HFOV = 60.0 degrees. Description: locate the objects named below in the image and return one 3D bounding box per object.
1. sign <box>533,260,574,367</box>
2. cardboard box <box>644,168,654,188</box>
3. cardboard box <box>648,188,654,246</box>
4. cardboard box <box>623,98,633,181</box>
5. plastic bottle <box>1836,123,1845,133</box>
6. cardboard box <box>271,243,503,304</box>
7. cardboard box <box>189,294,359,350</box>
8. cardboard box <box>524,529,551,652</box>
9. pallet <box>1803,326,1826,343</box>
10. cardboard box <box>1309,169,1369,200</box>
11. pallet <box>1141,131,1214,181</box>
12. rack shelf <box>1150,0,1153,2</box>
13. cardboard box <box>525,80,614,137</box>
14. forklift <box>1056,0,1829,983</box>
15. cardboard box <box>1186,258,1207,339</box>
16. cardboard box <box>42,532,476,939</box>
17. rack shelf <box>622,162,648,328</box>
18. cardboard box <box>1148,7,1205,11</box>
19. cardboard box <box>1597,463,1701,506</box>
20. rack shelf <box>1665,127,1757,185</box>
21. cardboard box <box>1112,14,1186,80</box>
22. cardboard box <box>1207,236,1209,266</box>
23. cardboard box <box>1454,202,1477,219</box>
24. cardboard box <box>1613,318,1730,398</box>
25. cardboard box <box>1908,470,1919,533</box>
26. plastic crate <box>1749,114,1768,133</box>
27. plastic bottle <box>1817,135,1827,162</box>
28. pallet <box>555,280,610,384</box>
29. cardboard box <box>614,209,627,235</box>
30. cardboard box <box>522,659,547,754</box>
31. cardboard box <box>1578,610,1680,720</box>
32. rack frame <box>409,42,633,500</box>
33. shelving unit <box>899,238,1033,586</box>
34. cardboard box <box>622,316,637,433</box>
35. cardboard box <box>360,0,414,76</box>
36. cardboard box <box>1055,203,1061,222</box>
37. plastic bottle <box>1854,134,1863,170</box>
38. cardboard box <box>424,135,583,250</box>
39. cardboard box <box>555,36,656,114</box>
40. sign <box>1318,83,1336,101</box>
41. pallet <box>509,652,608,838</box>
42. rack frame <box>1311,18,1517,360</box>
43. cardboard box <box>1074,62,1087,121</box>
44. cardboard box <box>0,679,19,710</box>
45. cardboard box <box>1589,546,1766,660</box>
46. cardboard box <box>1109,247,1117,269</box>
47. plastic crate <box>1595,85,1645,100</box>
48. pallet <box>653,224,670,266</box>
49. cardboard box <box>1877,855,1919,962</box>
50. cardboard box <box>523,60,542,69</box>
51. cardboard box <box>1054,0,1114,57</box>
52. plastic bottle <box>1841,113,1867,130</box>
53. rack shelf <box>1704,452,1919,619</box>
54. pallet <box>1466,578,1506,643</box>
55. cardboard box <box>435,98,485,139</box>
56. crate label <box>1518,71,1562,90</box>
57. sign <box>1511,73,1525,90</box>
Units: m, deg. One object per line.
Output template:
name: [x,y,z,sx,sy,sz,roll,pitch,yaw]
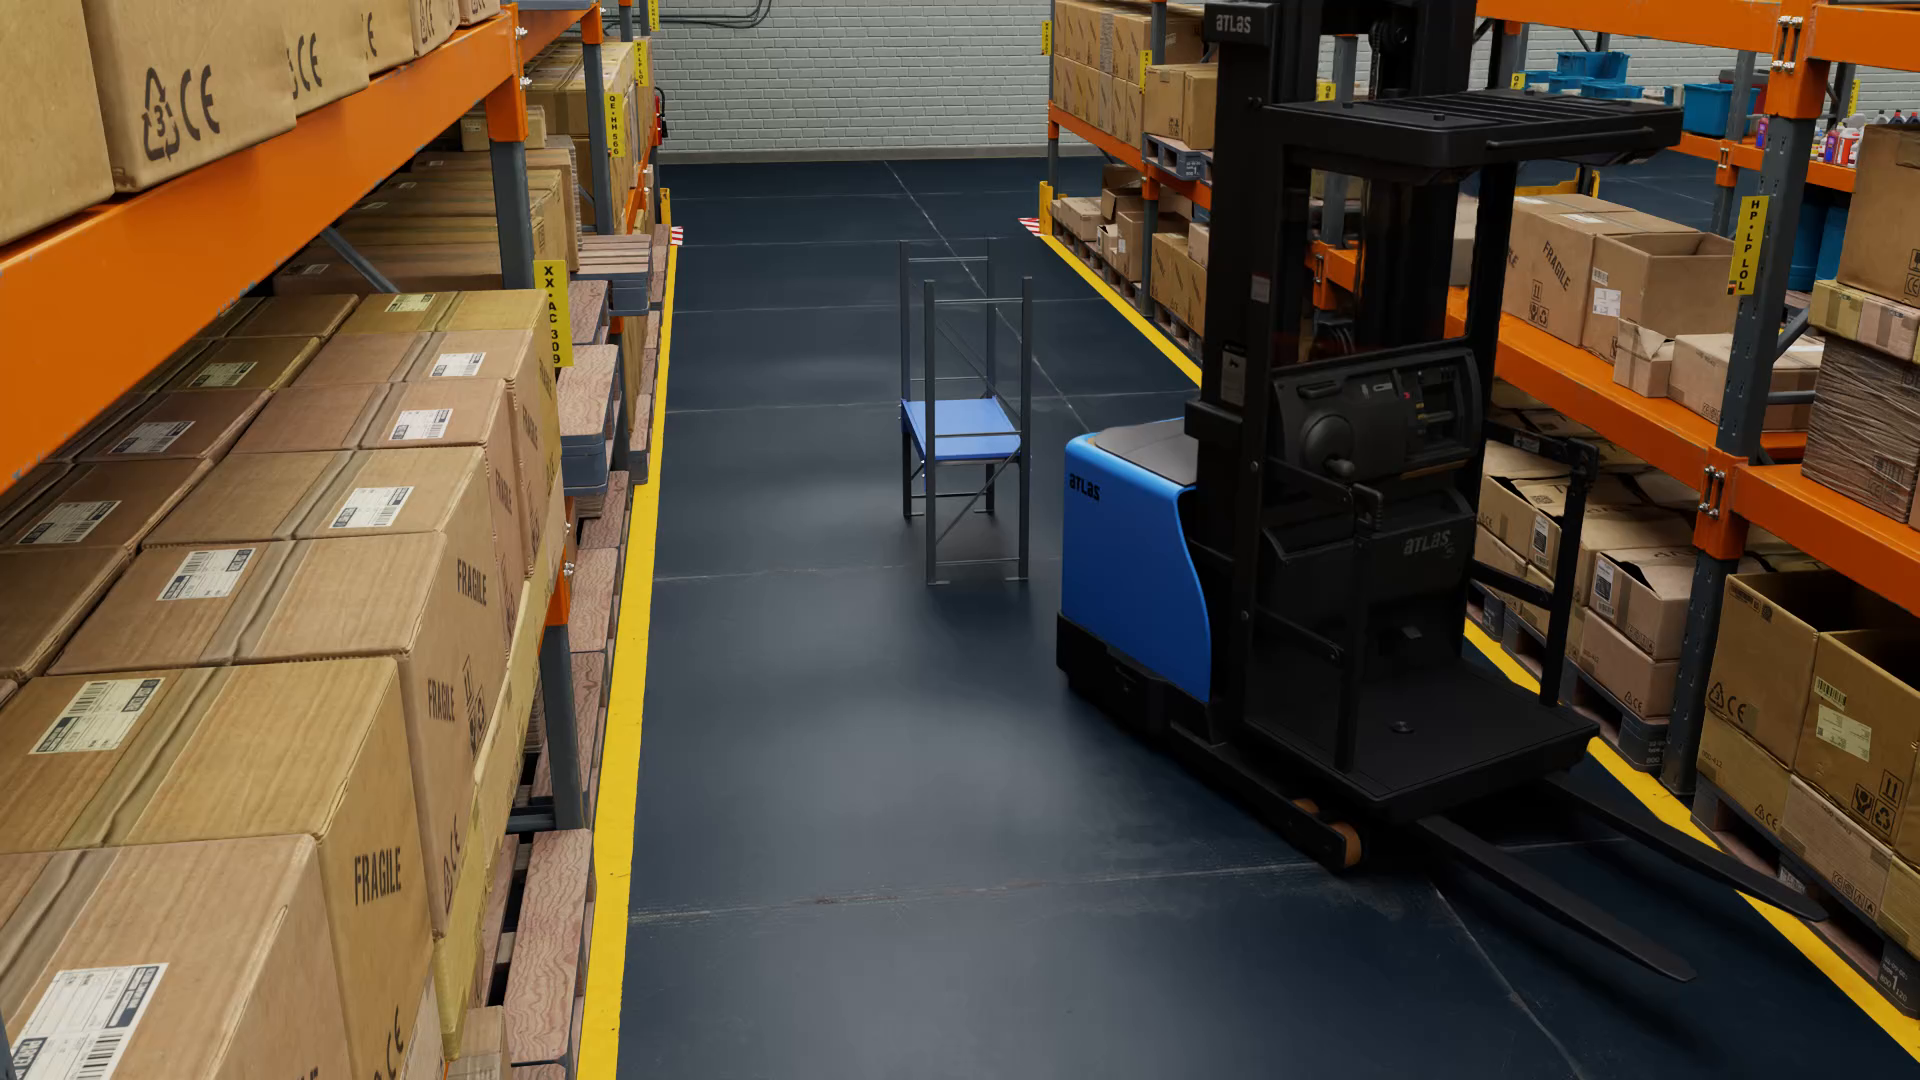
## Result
sign: [-1.228,-0.680,5.013,0.100,0.325,0.005,-3,21,-8]
cardboard box: [-3.058,-3.368,15.492,0.380,0.149,0.250,-2,21,-6]
cardboard box: [-3.222,-3.015,15.473,0.700,0.500,0.500,-3,21,-8]
cardboard box: [-2.377,-2.540,10.632,0.500,0.500,0.500,-2,21,-6]
plastic bottle: [7.142,-3.288,13.517,0.097,0.201,0.097,0,20,0]
cardboard box: [-1.804,-0.675,5.466,0.700,0.500,0.500,-3,21,-8]
cardboard box: [-1.903,-0.362,4.512,0.500,0.500,0.500,-3,21,-9]
cardboard box: [-1.332,0.138,4.246,0.500,0.250,0.500,-3,21,-8]
pallet: [7.135,-1.515,12.471,1.003,0.211,1.213,-3,21,-8]
cardboard box: [2.358,-2.337,9.942,0.700,0.500,0.500,-10,23,-26]
pallet: [1.991,-2.894,12.451,1.003,0.211,1.213,-3,21,-8]
rack shelf: [1.696,-5.026,14.628,1.077,0.370,4.000,-3,21,-8]
cardboard box: [-2.155,-2.357,9.070,0.500,0.250,0.500,-2,21,-6]
forklift: [1.585,-0.426,5.668,1.130,2.935,3.031,-11,23,-28]
cardboard box: [1.965,-1.763,12.094,0.500,0.500,0.500,-3,21,-7]
cardboard box: [-1.089,0.319,2.690,0.500,0.500,0.500,-4,21,-10]
rack shelf: [-2.629,-1.985,10.772,1.077,0.370,4.000,-3,21,-8]
cardboard box: [1.971,-4.494,14.888,0.500,0.500,0.500,-2,21,-6]
cardboard box: [3.181,-0.175,7.427,0.500,0.311,0.500,-4,21,-10]
rack shelf: [6.598,-3.870,15.818,1.077,0.370,4.000,-3,21,-8]
cardboard box: [1.578,-4.120,13.888,0.500,0.500,0.500,-3,21,-9]
cardboard box: [2.029,-1.952,11.528,0.500,0.250,0.500,-3,21,-9]
cardboard box: [2.570,-1.711,9.137,0.500,0.311,0.500,-2,21,-4]
cardboard box: [2.829,-0.728,6.570,0.396,0.266,0.258,-3,21,-9]
cardboard box: [3.290,-0.207,4.840,0.700,0.500,0.500,-3,21,-8]
plastic crate: [6.960,-3.587,14.324,0.396,0.136,0.243,-3,21,-8]
plastic bottle: [6.646,-3.006,12.761,0.097,0.201,0.097,0,20,0]
pallet: [-2.015,-0.856,6.996,1.003,0.211,1.213,-3,21,-8]
cardboard box: [-2.141,-1.831,9.662,0.380,0.149,0.250,-2,21,-6]
cardboard box: [-1.887,0.466,6.124,0.700,0.500,0.500,-2,21,-6]
cardboard box: [2.790,0.467,6.509,0.500,0.250,0.500,-3,21,-8]
rack frame: [-2.341,-1.630,8.792,1.000,3.000,0.127,-3,21,-8]
shelving unit: [0.012,-0.673,8.375,0.538,1.500,1.048,-3,21,-8]
cardboard box: [-2.317,-1.080,9.794,0.750,0.750,0.750,-3,21,-8]
cardboard box: [-1.208,-1.001,2.651,0.500,0.500,0.500,-2,21,-4]
cardboard box: [1.164,-3.280,16.633,0.380,0.166,0.250,-3,21,-8]
plastic bottle: [6.743,-2.876,12.306,0.152,0.276,0.135,-3,21,-8]
cardboard box: [-2.263,-1.720,8.263,0.700,0.500,0.500,-5,21,-14]
cardboard box: [-3.411,-4.364,15.684,0.980,0.700,0.700,-2,21,-5]
sign: [2.025,-2.355,9.194,0.100,0.325,0.005,-3,21,-8]
pallet: [-1.878,0.792,6.293,1.003,0.211,1.213,-3,21,-8]
rack frame: [2.560,-1.881,9.464,1.000,3.000,0.127,-3,21,-8]
cardboard box: [1.359,-4.178,15.473,0.500,0.500,0.500,-3,21,-8]
cardboard box: [-1.529,0.523,2.144,0.500,0.500,0.500,-3,21,-7]
cardboard box: [2.795,0.207,6.403,0.500,0.311,0.500,-3,21,-8]
cardboard box: [1.508,-2.446,14.424,0.380,0.149,0.250,-3,21,-8]
plastic crate: [6.252,-4.187,15.793,0.416,0.233,0.300,-3,21,-8]
pallet: [-3.301,-2.820,15.965,1.003,0.211,1.213,-3,21,-8]
cardboard box: [3.038,1.118,4.765,0.500,0.250,0.500,-3,21,-8]
cardboard box: [-2.879,-2.854,10.402,0.500,0.250,0.500,-3,21,-9]
cardboard box: [1.210,-4.999,16.241,0.500,0.500,0.500,-2,21,-6]
plastic bottle: [7.263,-3.336,13.538,0.152,0.276,0.135,-3,21,-8]
rack shelf: [3.425,0.534,4.028,1.077,0.370,4.000,-3,21,-8]
pallet: [2.813,0.134,8.055,1.003,0.211,1.213,-3,21,-8]
cardboard box: [-2.663,-2.320,8.973,0.500,0.250,0.500,-2,21,-6]
crate label: [6.019,-4.747,17.291,0.416,0.233,0.303,-3,21,-8]
sign: [3.109,-2.452,9.340,0.100,0.325,0.005,-3,21,-8]
